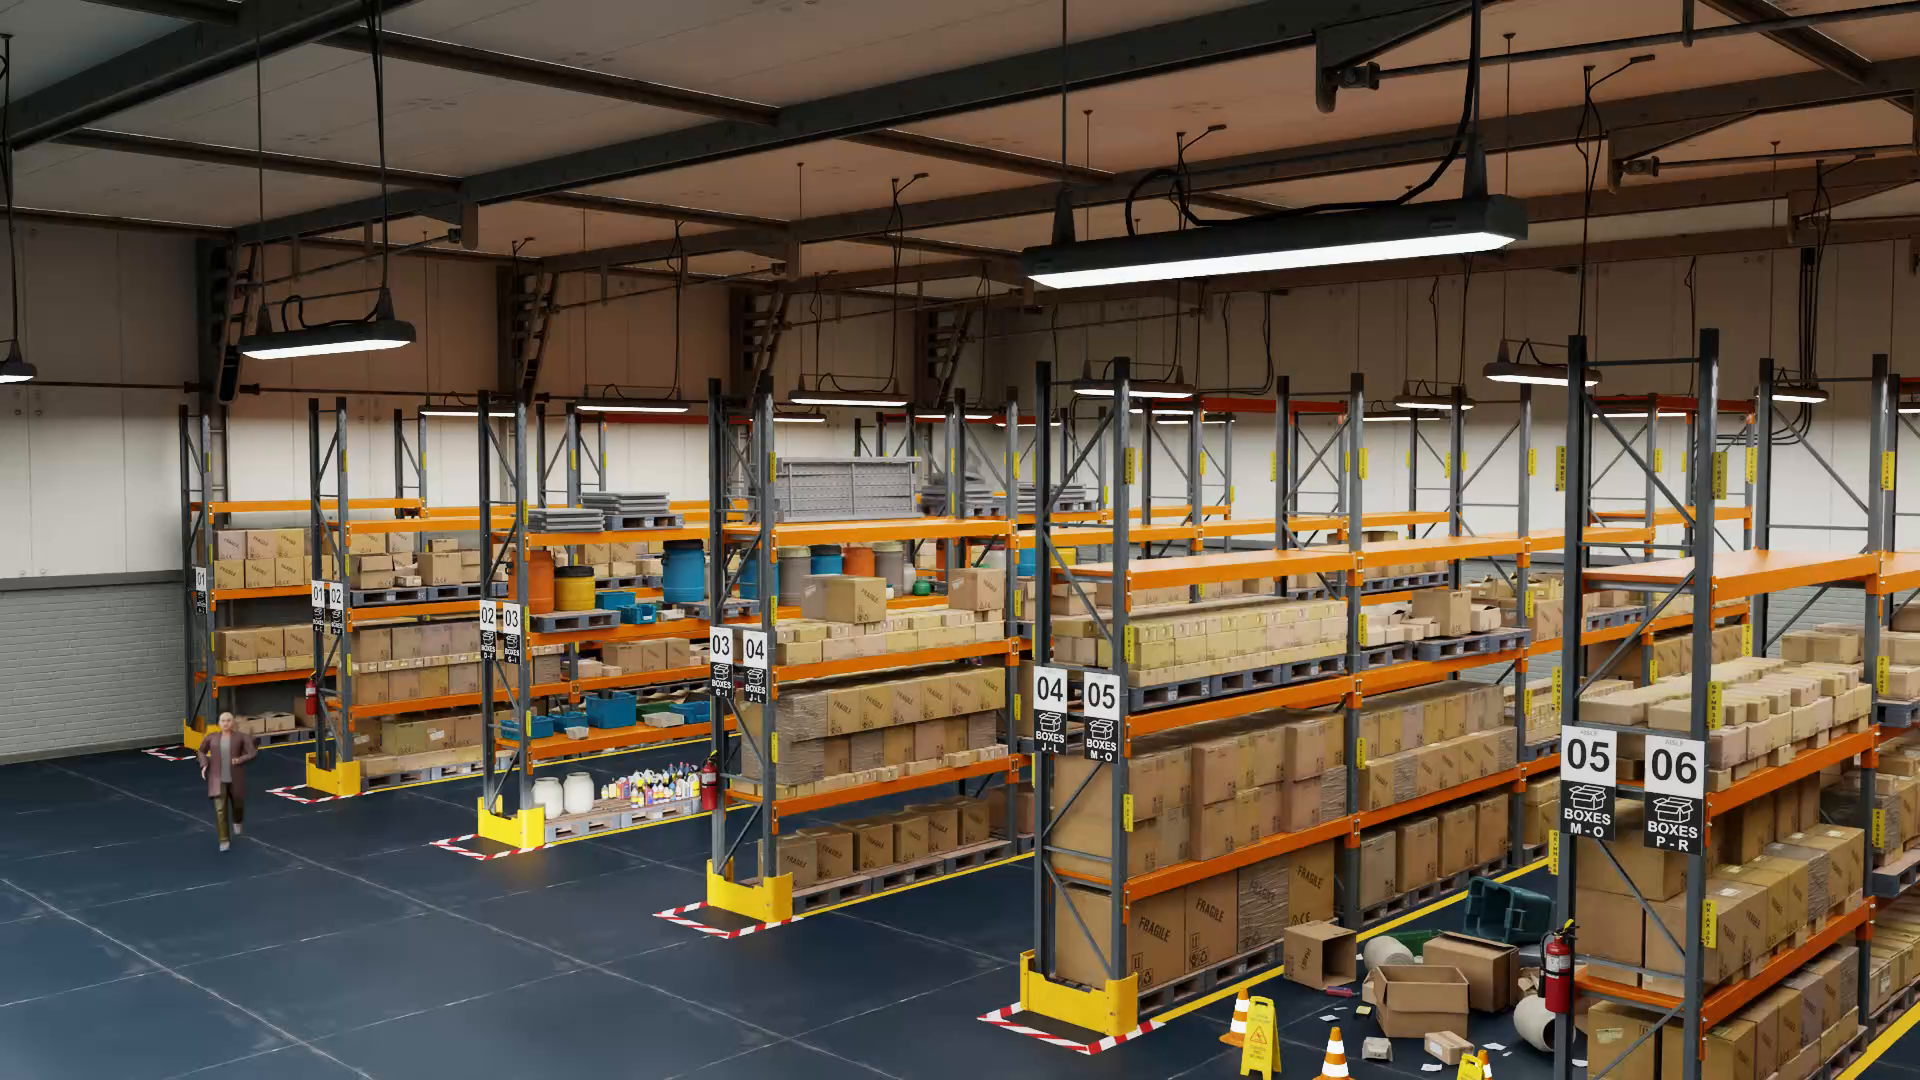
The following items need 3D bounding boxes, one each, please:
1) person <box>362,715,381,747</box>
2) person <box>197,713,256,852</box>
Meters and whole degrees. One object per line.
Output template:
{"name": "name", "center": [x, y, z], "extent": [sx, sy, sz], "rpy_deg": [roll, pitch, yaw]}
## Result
{"name": "person", "center": [-9.867, 2.895, 27.701], "extent": [0.561, 1.625, 0.599], "rpy_deg": [2, 4, 38]}
{"name": "person", "center": [-9.603, 3.169, 21.782], "extent": [0.719, 1.683, 0.970], "rpy_deg": [-1, 3, -21]}
